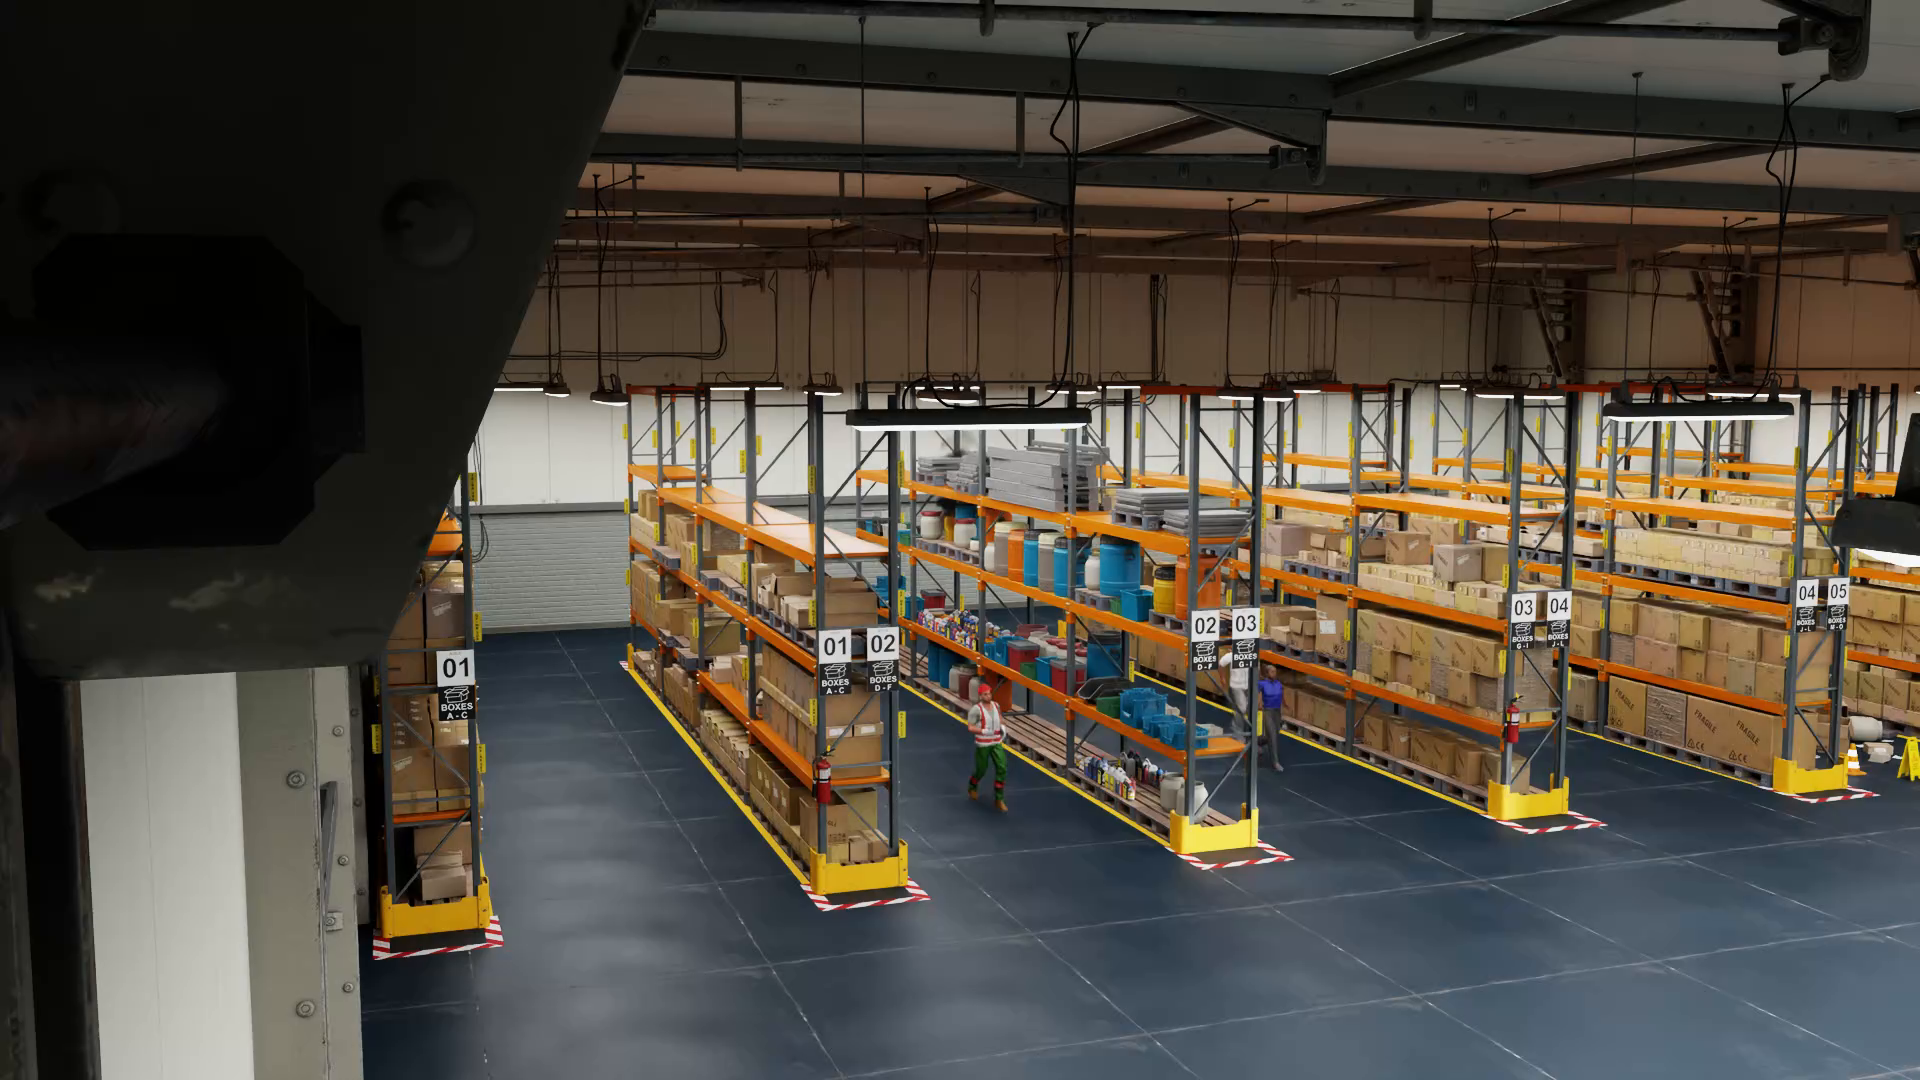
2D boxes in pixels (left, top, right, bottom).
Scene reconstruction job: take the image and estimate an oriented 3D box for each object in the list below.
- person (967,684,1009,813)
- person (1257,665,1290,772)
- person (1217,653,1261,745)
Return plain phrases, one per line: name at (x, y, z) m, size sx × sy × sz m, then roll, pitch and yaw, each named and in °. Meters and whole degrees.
person at (0.410, 2.973, 24.016) m, size 0.665 × 1.810 × 0.900 m, roll -3°, pitch 7°, yaw -26°
person at (4.909, 2.805, 26.449) m, size 0.579 × 1.648 × 0.842 m, roll -3°, pitch 7°, yaw -25°
person at (4.777, 2.539, 28.232) m, size 0.674 × 1.825 × 0.782 m, roll -2°, pitch 6°, yaw -22°
